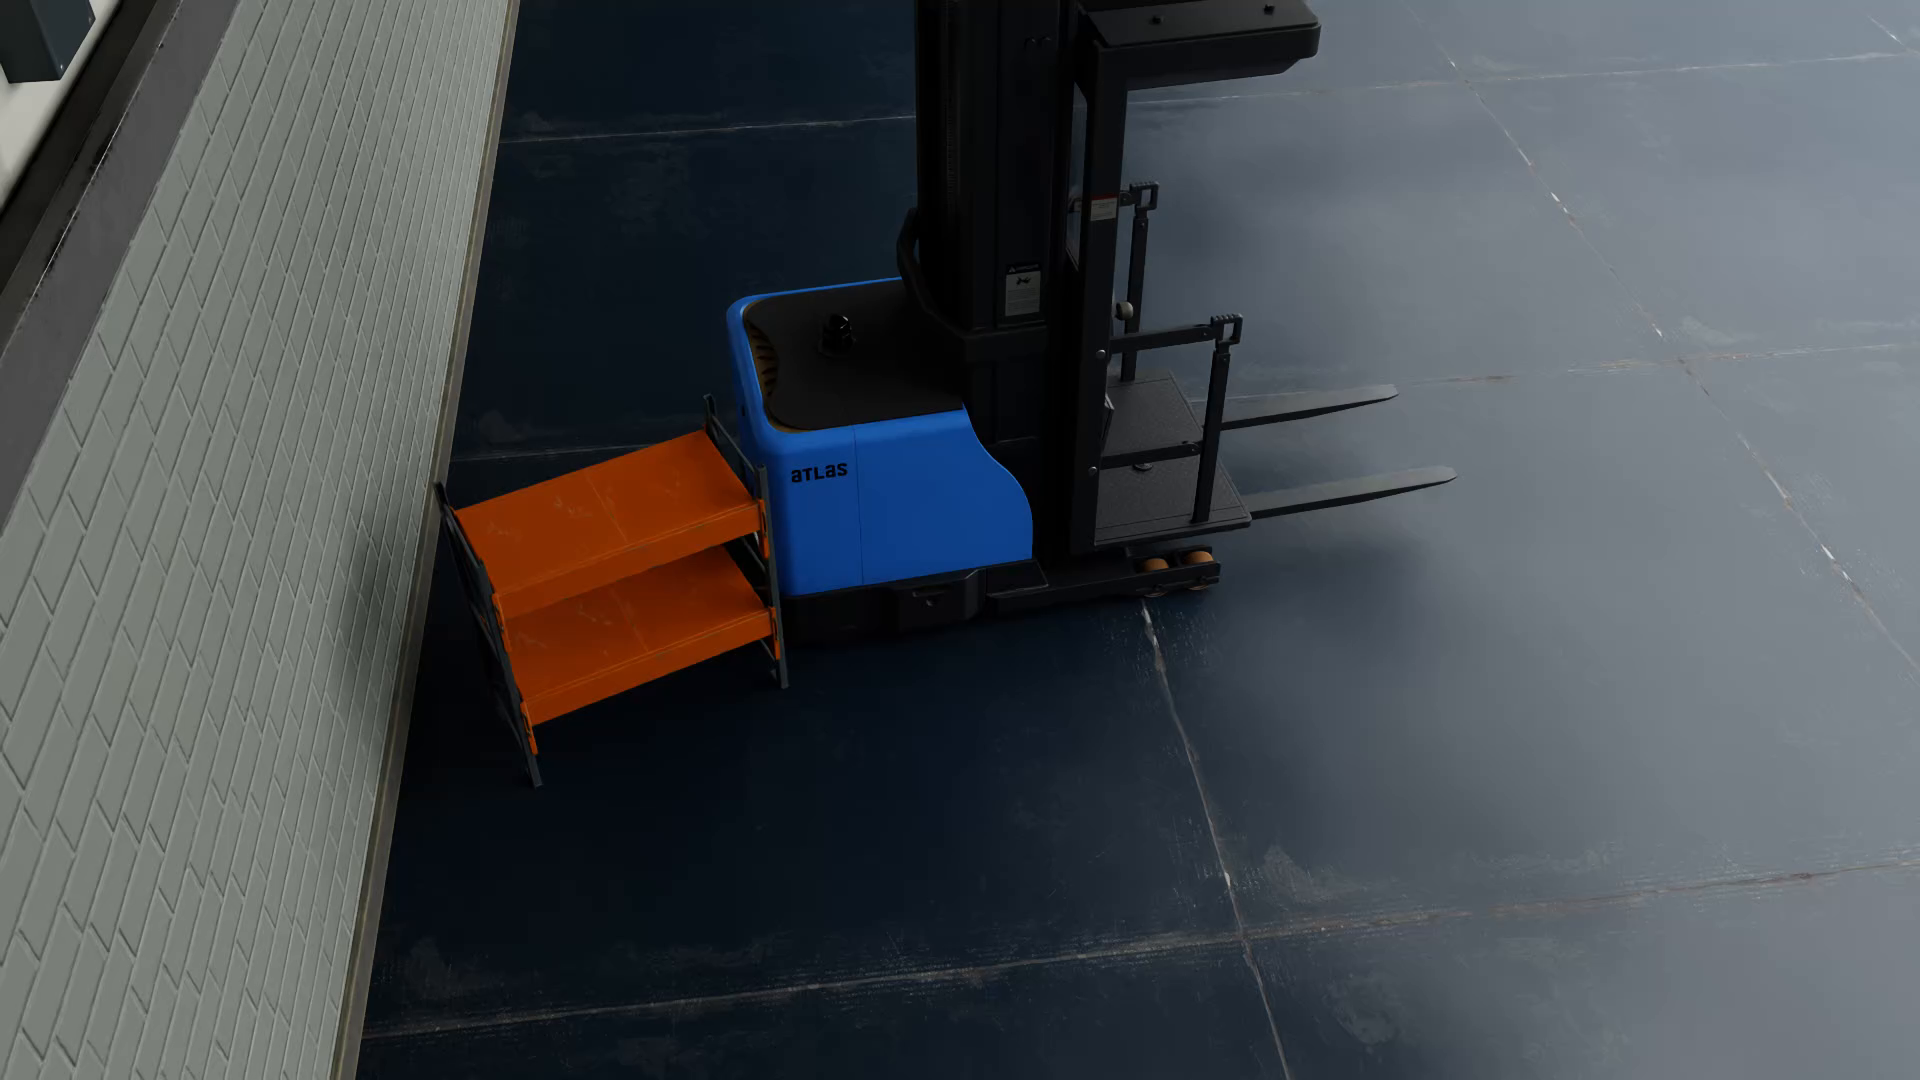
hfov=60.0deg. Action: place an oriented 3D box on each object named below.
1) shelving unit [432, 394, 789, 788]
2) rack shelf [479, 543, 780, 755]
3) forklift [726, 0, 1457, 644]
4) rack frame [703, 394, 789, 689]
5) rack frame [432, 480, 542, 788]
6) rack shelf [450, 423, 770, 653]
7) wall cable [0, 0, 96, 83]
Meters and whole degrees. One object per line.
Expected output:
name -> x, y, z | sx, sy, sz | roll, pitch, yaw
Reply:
shelving unit -> -1.260, 0.192, 6.197 | 1.048, 1.125, 0.538 | -21, 46, -21
rack shelf -> -1.260, 0.374, 6.361 | 1.000, 0.278, 0.538 | -21, 46, -21
forklift -> 0.614, -1.185, 6.375 | 3.031, 2.935, 1.130 | -9, 43, -10
rack frame -> -0.817, 0.024, 6.384 | 0.032, 1.125, 0.500 | -21, 46, -21
rack frame -> -1.702, 0.360, 6.011 | 0.032, 1.125, 0.500 | -21, 46, -21
rack shelf -> -1.260, -0.025, 6.001 | 1.000, 0.278, 0.538 | -21, 46, -21
wall cable -> -2.114, -3.976, 2.400 | 0.169, 6.003, 2.305 | -5, 42, -6
